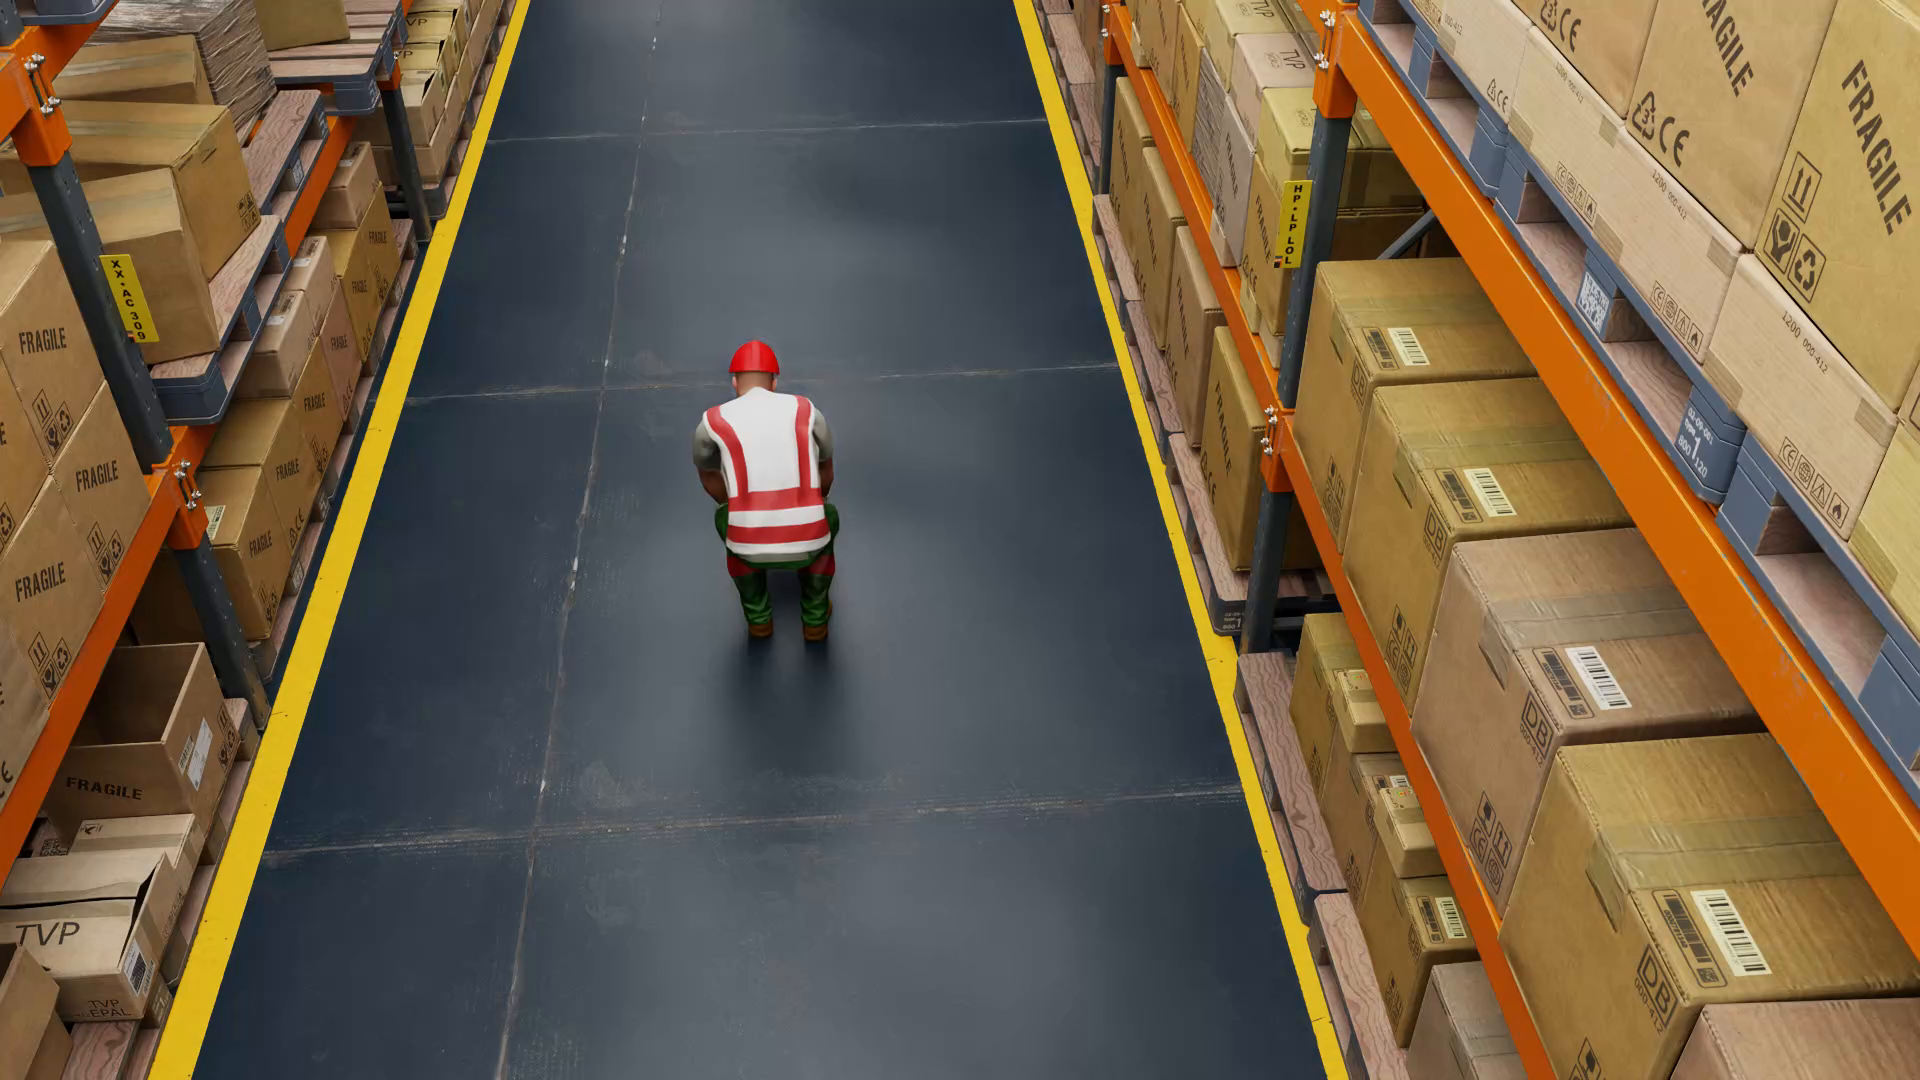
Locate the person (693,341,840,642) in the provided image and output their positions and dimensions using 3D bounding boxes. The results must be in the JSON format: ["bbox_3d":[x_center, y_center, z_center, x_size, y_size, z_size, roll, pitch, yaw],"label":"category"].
[{"bbox_3d":[-0.790,-0.152,6.827,0.582,1.161,0.850,-3,39,-4],"label":"person"}]
